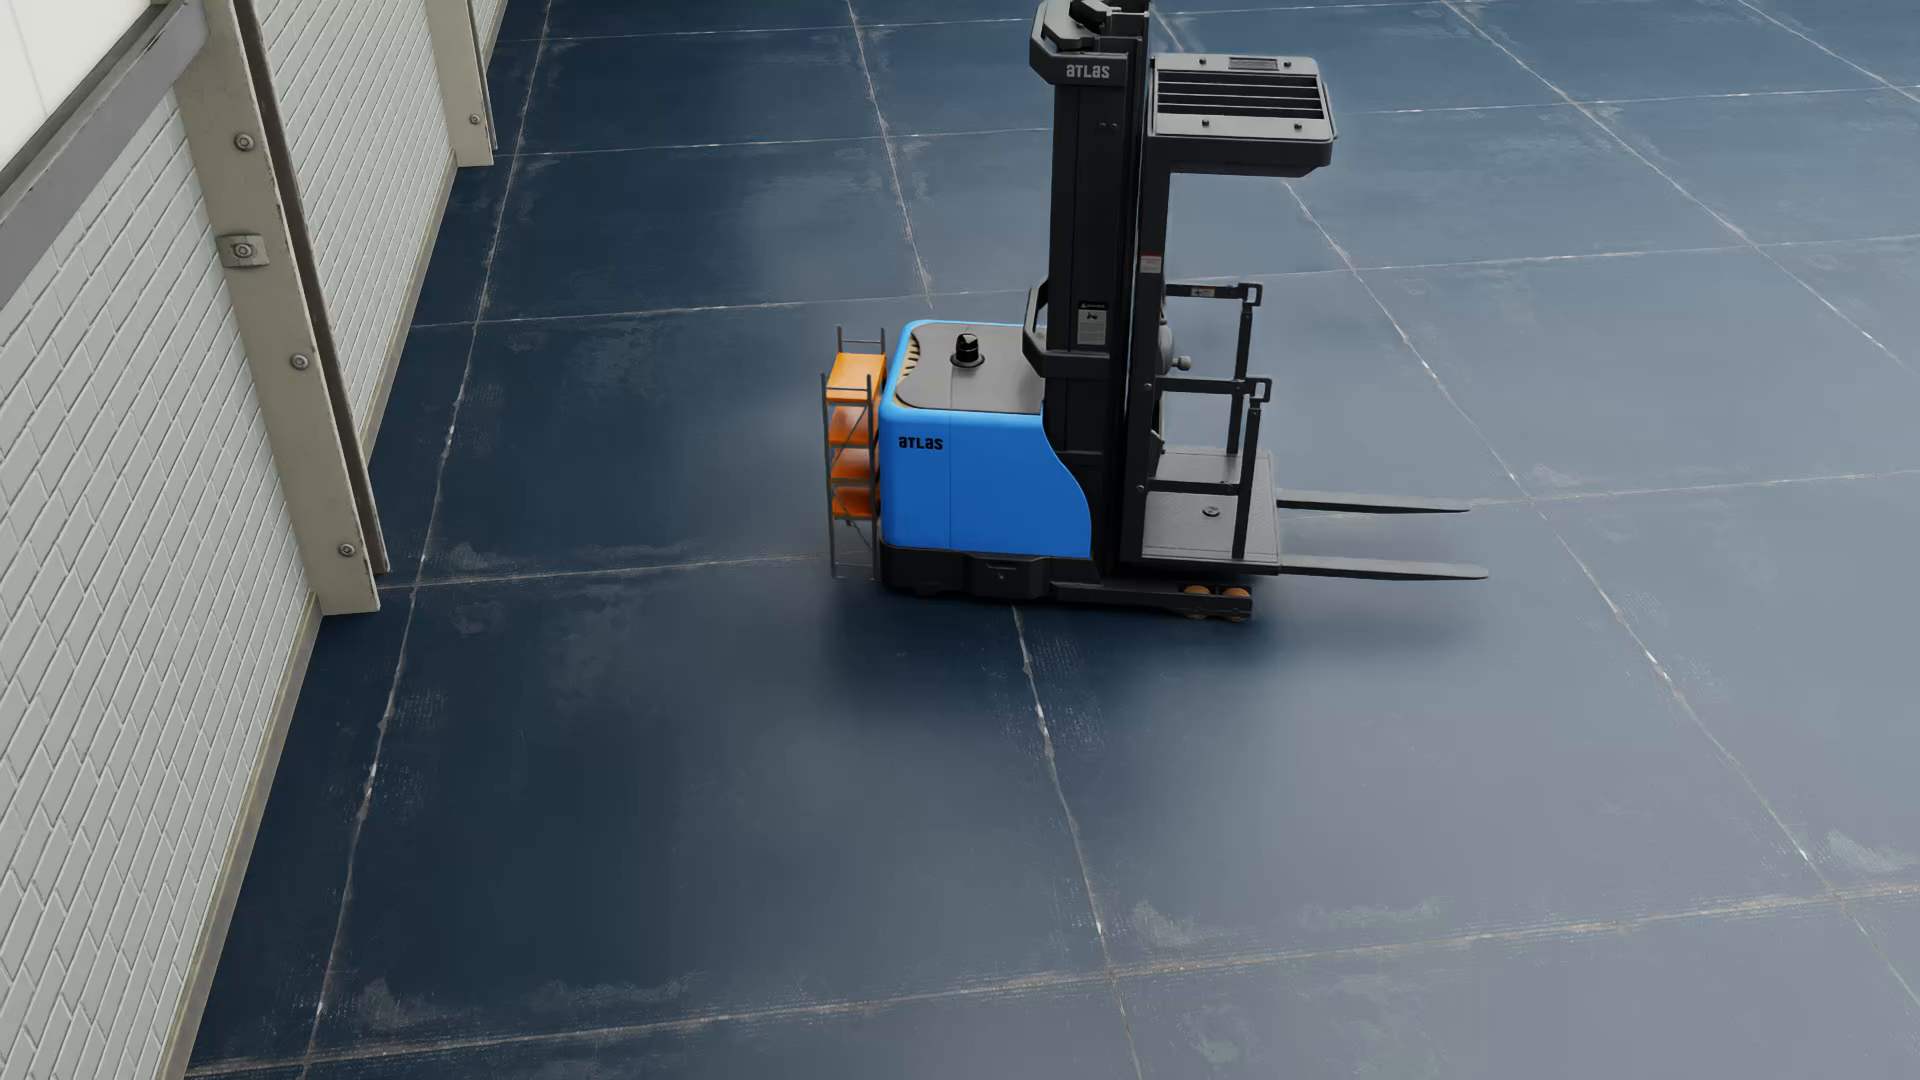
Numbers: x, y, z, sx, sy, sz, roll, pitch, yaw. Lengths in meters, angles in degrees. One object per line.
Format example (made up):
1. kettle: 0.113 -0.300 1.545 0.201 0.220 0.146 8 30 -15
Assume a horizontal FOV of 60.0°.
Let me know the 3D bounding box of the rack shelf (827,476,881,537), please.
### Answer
1. rack shelf: -0.519 -0.213 8.597 0.258 0.148 0.480 3 34 5

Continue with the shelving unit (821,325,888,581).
1. shelving unit: -0.519 -0.432 8.447 0.258 1.200 0.503 3 34 5

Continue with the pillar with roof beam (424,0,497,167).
1. pillar with roof beam: 0.359 -7.135 11.357 9.100 9.000 0.400 -4 35 -6

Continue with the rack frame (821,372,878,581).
1. rack frame: -0.542 -0.295 8.247 0.240 1.200 0.015 3 34 5

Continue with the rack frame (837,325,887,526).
1. rack frame: -0.495 -0.569 8.648 0.240 1.200 0.015 3 34 5

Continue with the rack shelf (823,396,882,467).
1. rack shelf: -0.519 -0.561 8.359 0.258 0.148 0.480 3 34 5

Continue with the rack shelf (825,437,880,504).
1. rack shelf: -0.519 -0.377 8.485 0.258 0.148 0.480 3 34 5

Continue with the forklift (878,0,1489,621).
1. forklift: 1.145 -1.123 7.924 3.031 2.935 1.130 3 34 5

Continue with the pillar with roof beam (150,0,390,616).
1. pillar with roof beam: 1.165 -3.787 6.444 9.100 9.000 0.400 -4 35 -6

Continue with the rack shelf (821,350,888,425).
1. rack shelf: -0.519 -0.757 8.226 0.258 0.148 0.480 3 34 5
